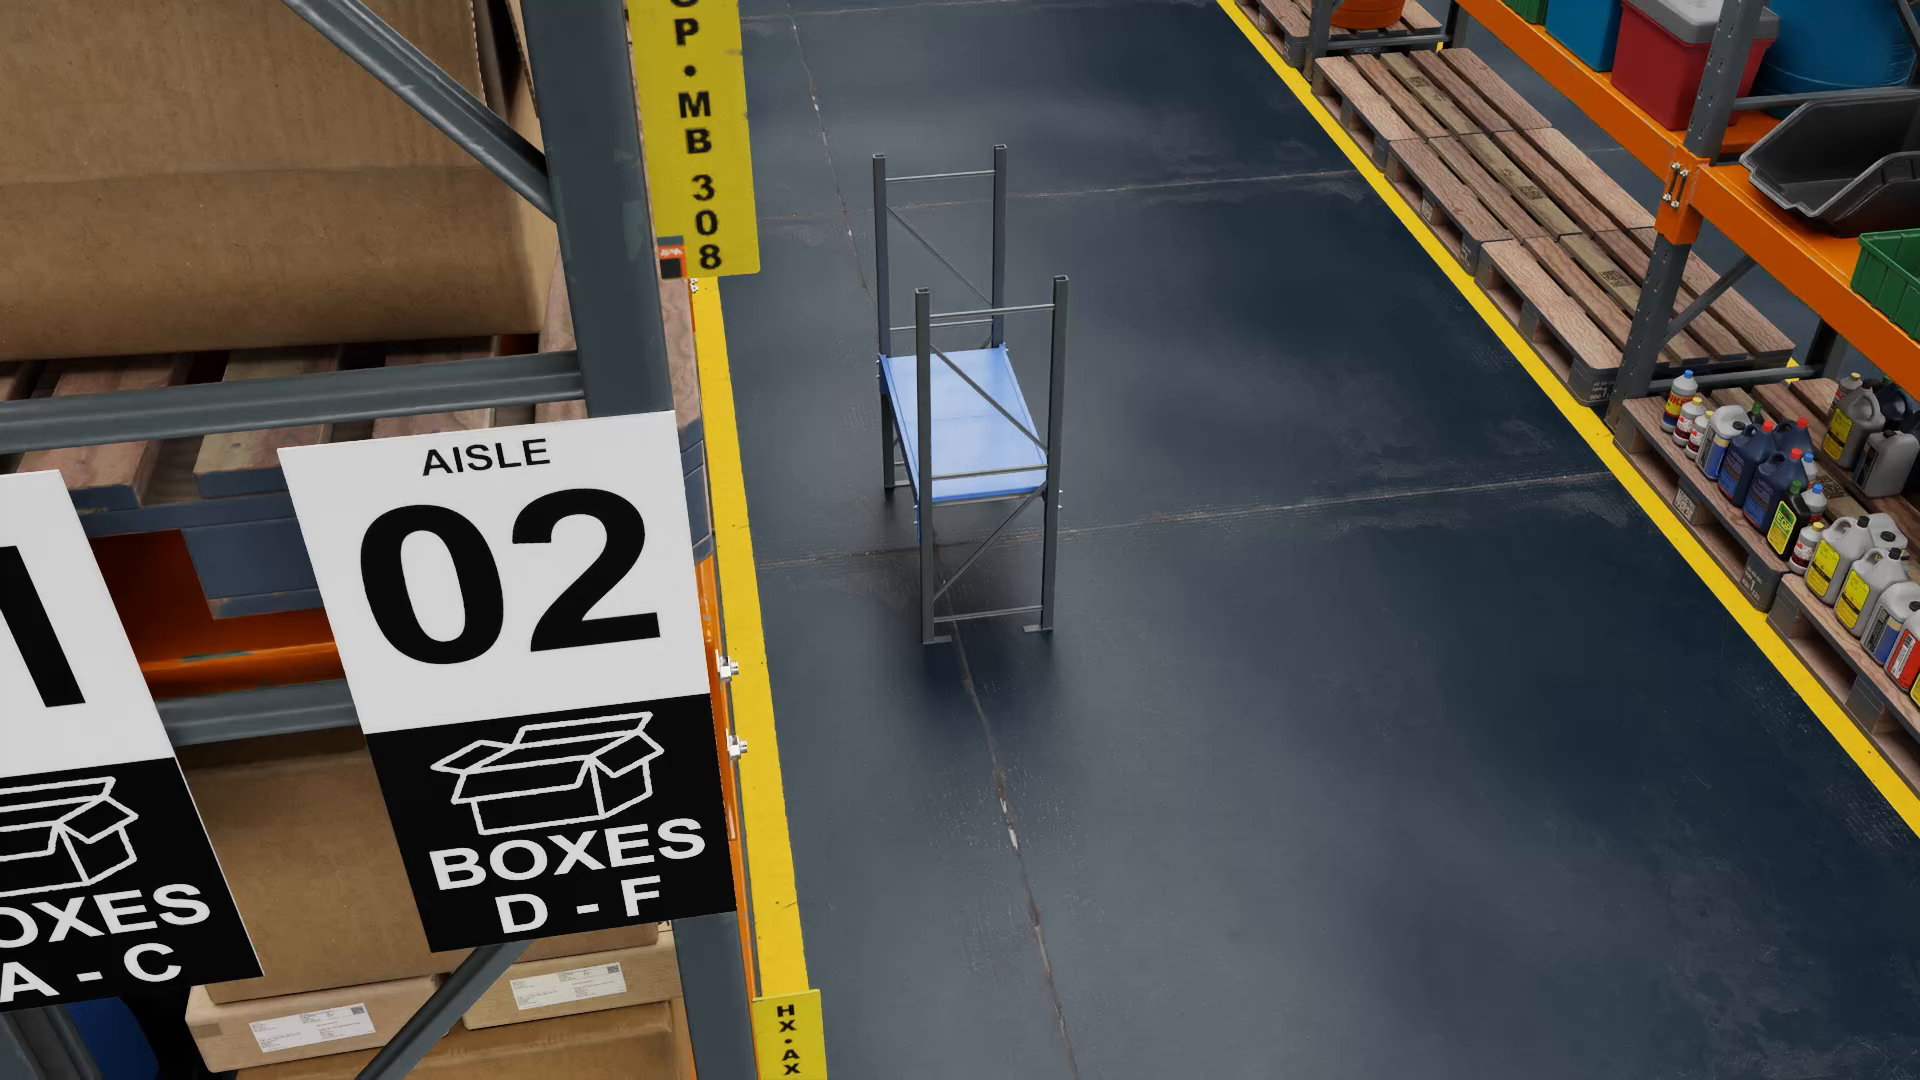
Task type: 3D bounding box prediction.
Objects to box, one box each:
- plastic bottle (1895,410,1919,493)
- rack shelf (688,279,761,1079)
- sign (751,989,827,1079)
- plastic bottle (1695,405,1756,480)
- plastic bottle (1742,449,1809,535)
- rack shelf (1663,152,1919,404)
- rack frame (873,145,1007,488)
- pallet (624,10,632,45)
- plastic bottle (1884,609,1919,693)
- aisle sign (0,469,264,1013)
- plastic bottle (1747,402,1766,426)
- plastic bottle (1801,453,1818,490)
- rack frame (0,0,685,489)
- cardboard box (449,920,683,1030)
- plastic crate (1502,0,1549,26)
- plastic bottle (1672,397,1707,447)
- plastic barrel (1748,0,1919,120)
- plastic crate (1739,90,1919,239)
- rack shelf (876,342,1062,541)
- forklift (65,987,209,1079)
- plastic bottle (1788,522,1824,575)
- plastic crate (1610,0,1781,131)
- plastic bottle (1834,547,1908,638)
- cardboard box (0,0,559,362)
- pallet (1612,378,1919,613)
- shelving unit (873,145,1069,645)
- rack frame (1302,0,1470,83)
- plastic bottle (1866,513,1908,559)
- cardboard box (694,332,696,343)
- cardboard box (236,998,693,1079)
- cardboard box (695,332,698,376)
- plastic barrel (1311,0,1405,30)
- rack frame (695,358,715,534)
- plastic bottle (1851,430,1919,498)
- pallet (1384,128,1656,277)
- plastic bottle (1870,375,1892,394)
[{"bbox_3d":[3.805,-0.381,6.596,0.144,0.351,0.185,-8,39,-10],"label":"plastic bottle"},{"bbox_3d":[-1.152,0.295,4.511,1.077,0.370,4.000,-6,38,-8],"label":"rack shelf"},{"bbox_3d":[-0.254,0.790,2.518,0.100,0.325,0.005,-6,38,-8],"label":"sign"},{"bbox_3d":[3.083,-0.393,6.673,0.152,0.276,0.135,-5,38,-6],"label":"plastic bottle"},{"bbox_3d":[3.141,-0.209,6.374,0.144,0.351,0.185,-8,39,-10],"label":"plastic bottle"},{"bbox_3d":[3.726,-0.235,5.194,1.077,0.370,4.000,-6,38,-8],"label":"rack shelf"},{"bbox_3d":[-0.074,-0.848,6.619,0.500,1.500,0.032,-6,38,-8],"label":"rack frame"},{"bbox_3d":[-1.117,-1.099,3.346,1.003,0.211,1.213,-6,38,-8],"label":"pallet"},{"bbox_3d":[3.305,0.373,5.686,0.152,0.276,0.135,-6,38,-8],"label":"plastic bottle"},{"bbox_3d":[-1.079,0.264,1.846,0.394,0.787,0.004,-6,38,-8],"label":"aisle sign"},{"bbox_3d":[3.188,-0.408,6.686,0.061,0.283,0.133,-6,38,-8],"label":"plastic bottle"},{"bbox_3d":[3.252,-0.217,6.449,0.097,0.271,0.097,0,38,0],"label":"plastic bottle"},{"bbox_3d":[-0.801,-1.150,0.895,1.000,3.000,0.127,-6,38,-8],"label":"rack frame"},{"bbox_3d":[-0.658,0.663,2.841,0.380,0.149,0.250,-6,38,-8],"label":"cardboard box"},{"bbox_3d":[2.792,-2.665,7.908,0.450,0.188,0.662,-6,38,-8],"label":"plastic crate"},{"bbox_3d":[3.017,-0.495,6.864,0.097,0.201,0.097,0,38,0],"label":"plastic bottle"},{"bbox_3d":[3.605,-2.191,6.717,0.600,0.901,0.708,-6,38,-8],"label":"plastic barrel"},{"bbox_3d":[3.341,-1.373,6.123,0.767,0.338,0.504,-6,38,-8],"label":"plastic crate"},{"bbox_3d":[0.015,-0.399,6.334,0.538,0.185,1.000,-6,38,-8],"label":"rack shelf"},{"bbox_3d":[-2.723,0.274,4.008,1.130,2.935,3.031,-7,38,-8],"label":"forklift"},{"bbox_3d":[3.168,0.024,6.197,0.097,0.201,0.097,0,38,0],"label":"plastic bottle"},{"bbox_3d":[2.989,-2.012,6.843,0.402,0.464,0.583,-6,38,-8],"label":"plastic crate"},{"bbox_3d":[3.248,0.160,5.899,0.144,0.351,0.185,-5,38,-6],"label":"plastic bottle"},{"bbox_3d":[-0.898,-0.575,2.059,0.797,0.503,0.637,-4,38,-5],"label":"cardboard box"},{"bbox_3d":[3.452,-0.216,6.856,1.003,0.211,1.213,-6,38,-8],"label":"pallet"},{"bbox_3d":[0.015,-0.541,6.224,0.538,1.500,1.048,-6,38,-8],"label":"shelving unit"},{"bbox_3d":[2.674,-4.143,9.638,1.000,3.000,0.127,-6,38,-8],"label":"rack frame"},{"bbox_3d":[3.357,0.046,6.107,0.152,0.276,0.135,-6,38,-8],"label":"plastic bottle"},{"bbox_3d":[-1.412,-1.078,7.134,0.500,0.311,0.500,-7,38,-8],"label":"cardboard box"},{"bbox_3d":[-0.870,0.896,3.070,0.700,0.500,0.500,-6,38,-8],"label":"cardboard box"},{"bbox_3d":[-1.417,-0.856,7.306,0.500,0.250,0.500,-5,38,-7],"label":"cardboard box"},{"bbox_3d":[2.571,-3.746,10.553,0.600,0.830,0.708,-6,38,-8],"label":"plastic barrel"},{"bbox_3d":[-1.502,-1.197,5.845,1.000,3.000,0.127,-6,38,-8],"label":"rack frame"},{"bbox_3d":[3.664,-0.320,6.579,0.152,0.276,0.135,-6,38,-8],"label":"plastic bottle"},{"bbox_3d":[2.982,-1.835,8.939,1.003,0.211,1.213,-6,38,-8],"label":"pallet"},{"bbox_3d":[3.784,-0.573,6.898,0.061,0.283,0.133,-4,38,-6],"label":"plastic bottle"}]
